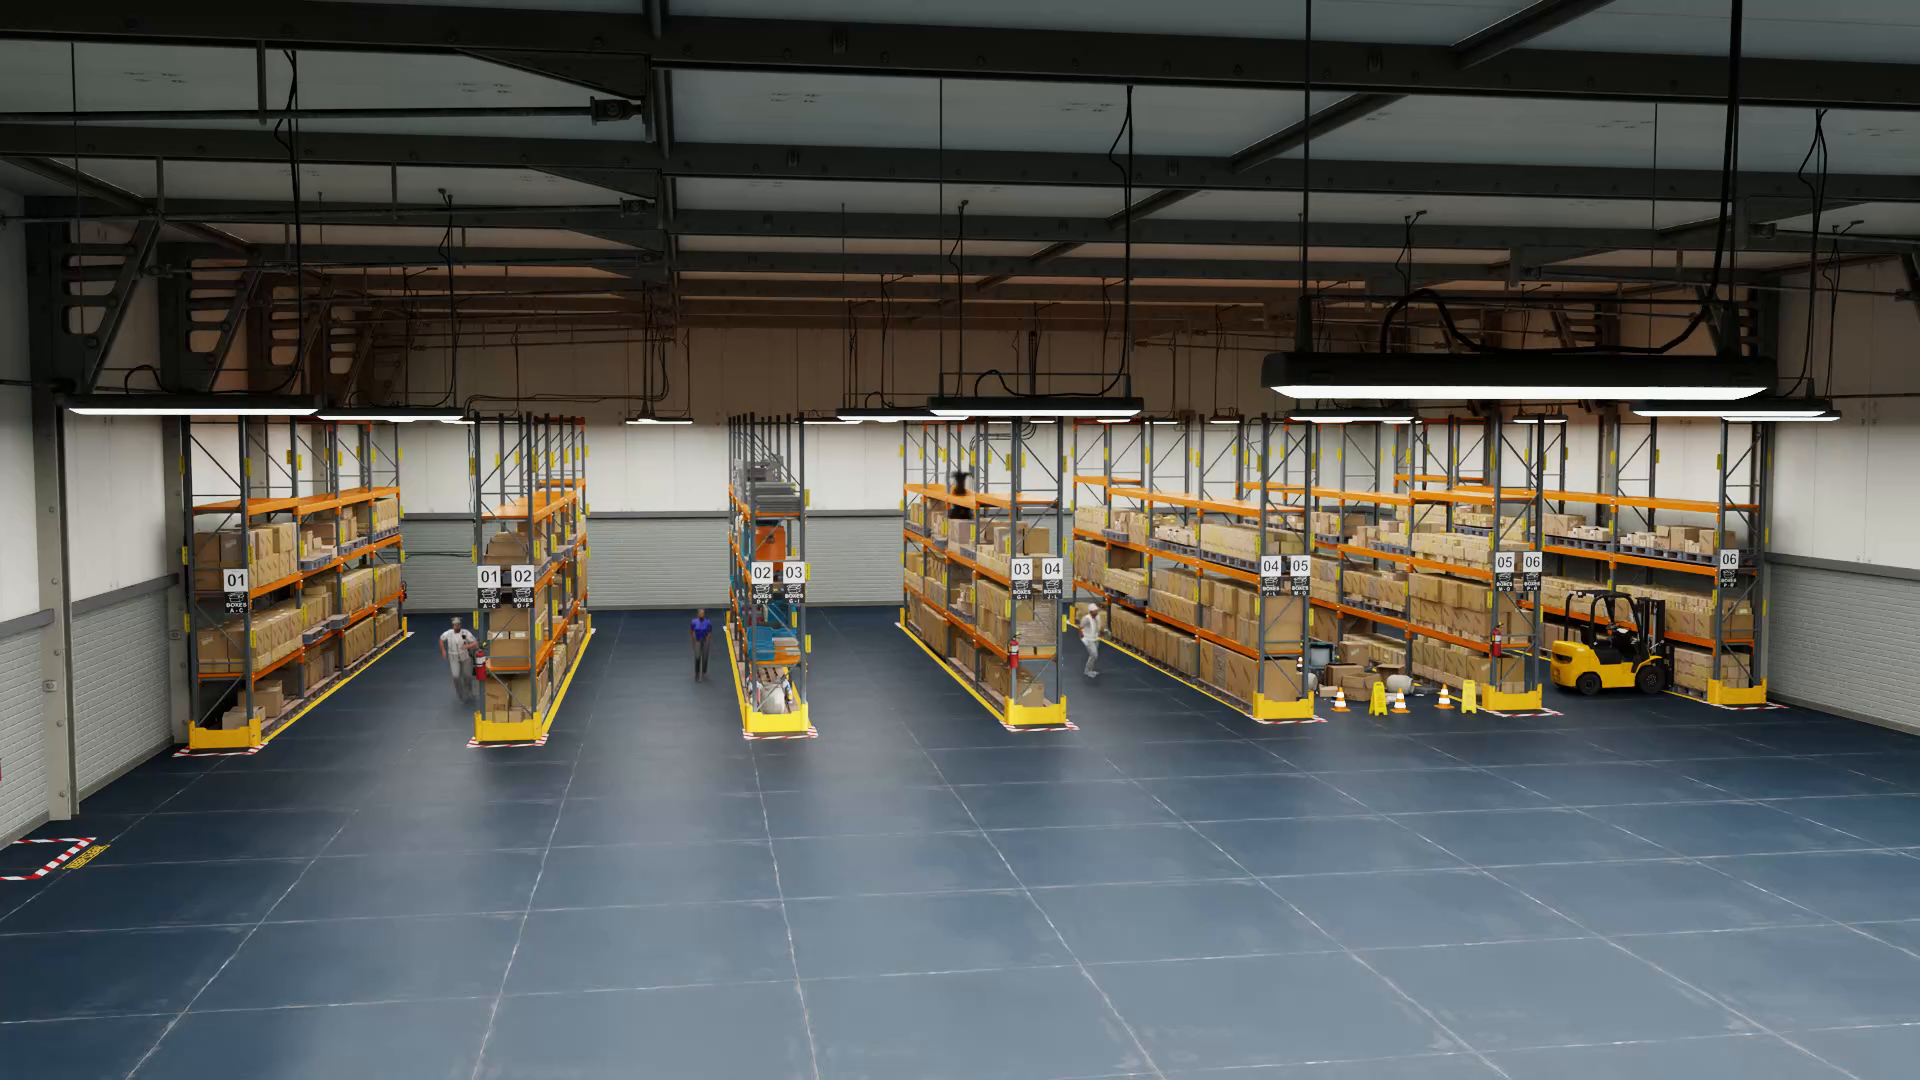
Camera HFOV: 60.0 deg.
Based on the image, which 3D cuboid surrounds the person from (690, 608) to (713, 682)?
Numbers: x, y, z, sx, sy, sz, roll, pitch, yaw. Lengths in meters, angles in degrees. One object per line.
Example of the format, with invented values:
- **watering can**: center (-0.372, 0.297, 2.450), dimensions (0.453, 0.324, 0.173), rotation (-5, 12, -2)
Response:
- **person**: center (-5.823, 2.367, 37.491), dimensions (0.489, 1.680, 0.800), rotation (-1, 4, -16)

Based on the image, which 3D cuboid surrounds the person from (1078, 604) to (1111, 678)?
- **person**: center (3.052, 2.306, 38.103), dimensions (0.759, 1.726, 0.691), rotation (3, 5, 40)

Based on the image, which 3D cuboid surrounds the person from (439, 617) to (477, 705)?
- **person**: center (-10.447, 2.509, 34.587), dimensions (0.735, 1.849, 0.730), rotation (-1, 4, -13)
